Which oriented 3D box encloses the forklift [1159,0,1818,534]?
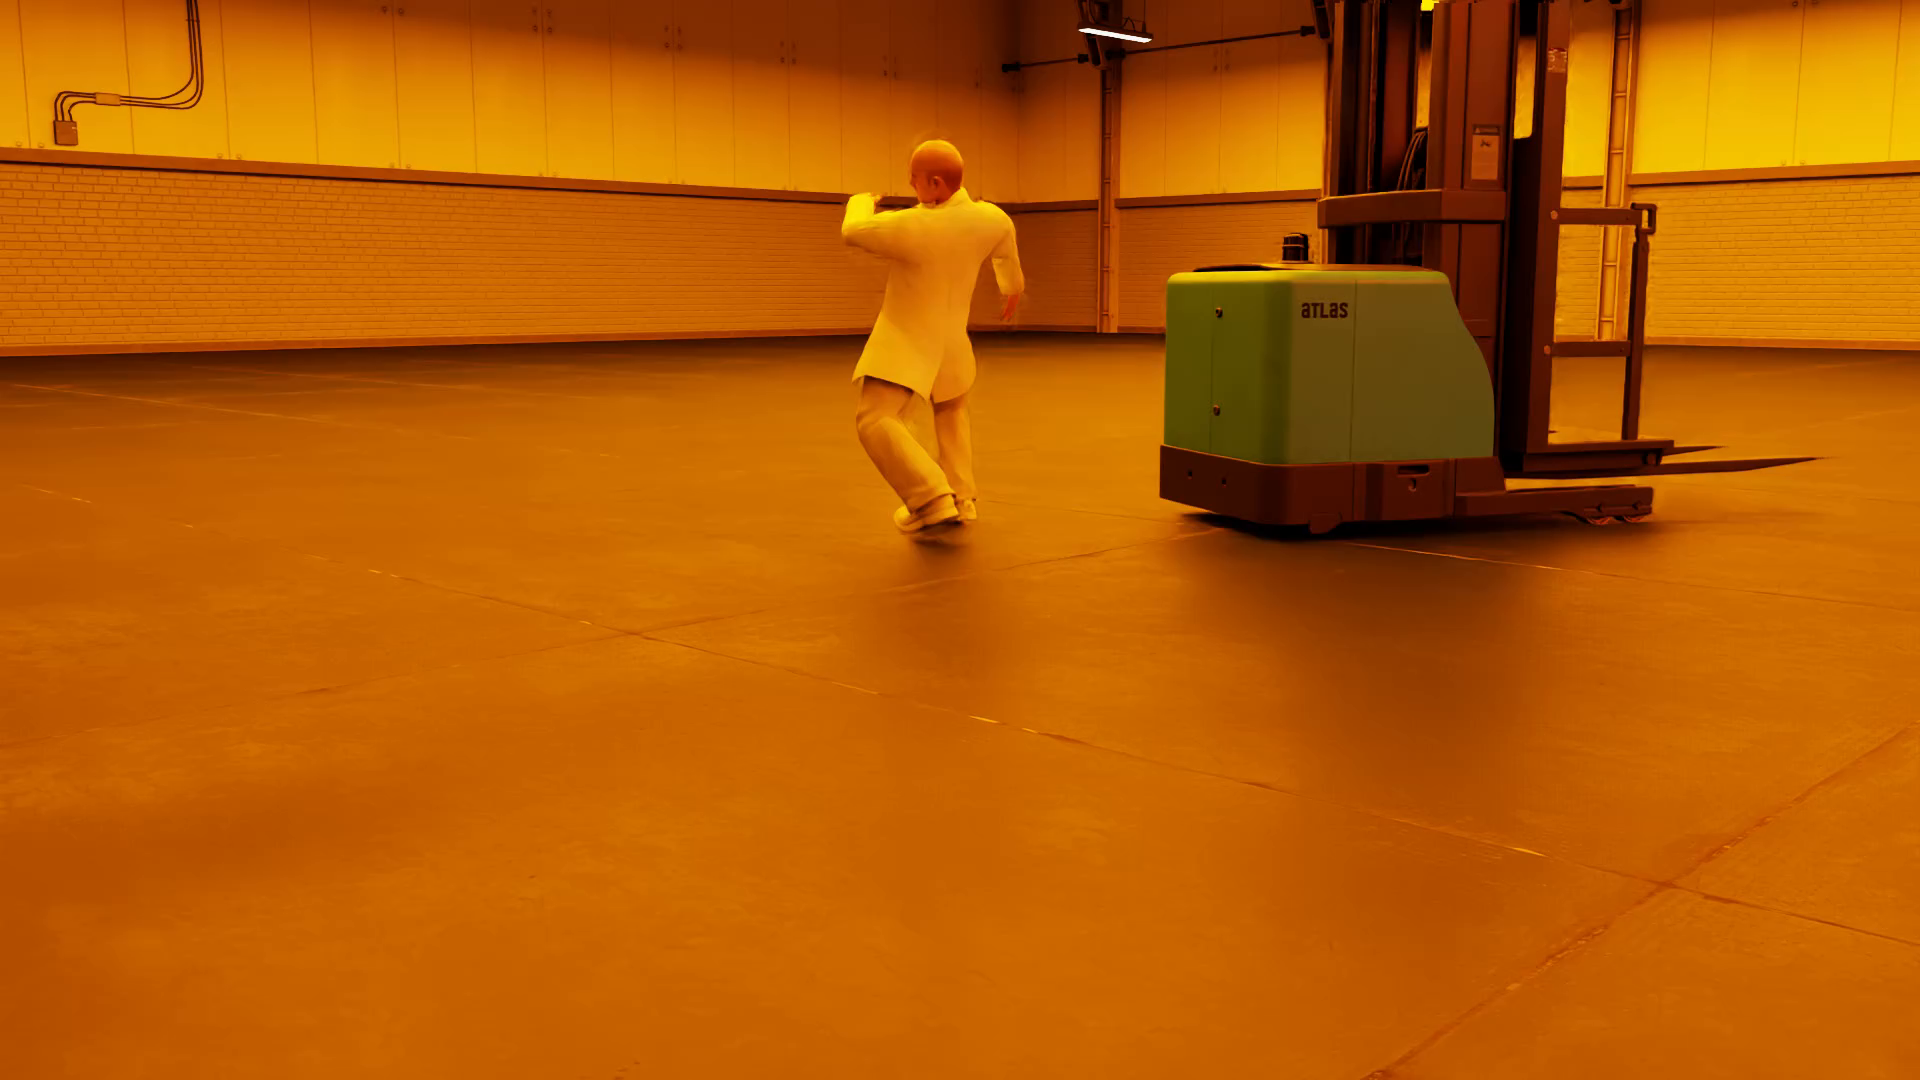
[{"bbox_3d":[2.473,-1.582,7.382,3.031,2.935,1.130,-3,9,-20],"label":"forklift"}]

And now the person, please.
[{"bbox_3d":[-0.068,-0.851,7.014,0.896,1.570,0.970,8,12,42],"label":"person"}]
